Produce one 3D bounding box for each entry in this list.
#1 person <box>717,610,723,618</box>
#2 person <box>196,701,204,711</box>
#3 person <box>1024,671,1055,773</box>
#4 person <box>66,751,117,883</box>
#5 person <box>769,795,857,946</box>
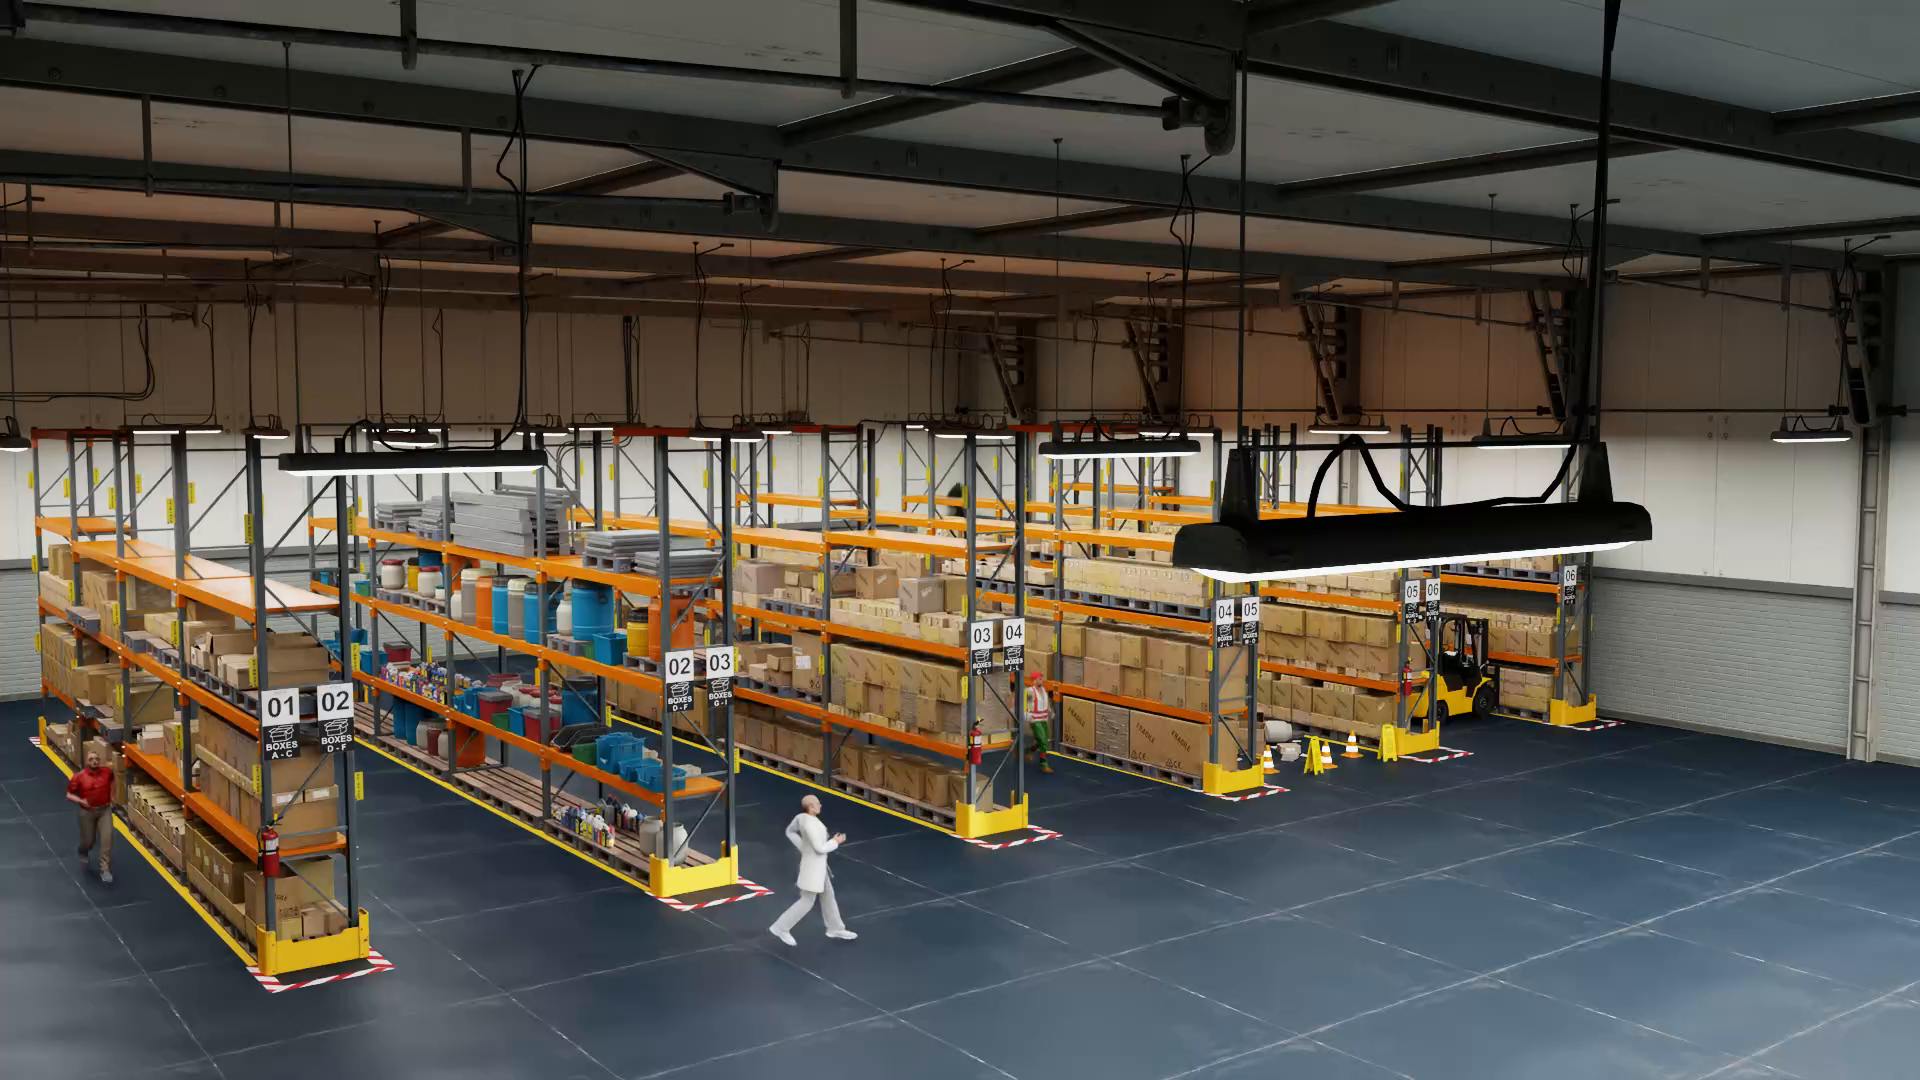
[{"bbox_3d":[-5.602,2.414,38.624,0.749,1.751,0.869,-3,5,-30],"label":"person"},{"bbox_3d":[-14.233,3.010,31.348,0.668,1.769,0.818,-4,6,-43],"label":"person"},{"bbox_3d":[1.335,3.167,29.137,0.690,1.755,0.812,-4,6,-44],"label":"person"},{"bbox_3d":[-11.721,3.713,22.519,0.663,1.736,0.938,-4,6,-43],"label":"person"},{"bbox_3d":[-1.728,3.873,19.564,1.055,1.773,0.708,-1,5,-11],"label":"person"}]
